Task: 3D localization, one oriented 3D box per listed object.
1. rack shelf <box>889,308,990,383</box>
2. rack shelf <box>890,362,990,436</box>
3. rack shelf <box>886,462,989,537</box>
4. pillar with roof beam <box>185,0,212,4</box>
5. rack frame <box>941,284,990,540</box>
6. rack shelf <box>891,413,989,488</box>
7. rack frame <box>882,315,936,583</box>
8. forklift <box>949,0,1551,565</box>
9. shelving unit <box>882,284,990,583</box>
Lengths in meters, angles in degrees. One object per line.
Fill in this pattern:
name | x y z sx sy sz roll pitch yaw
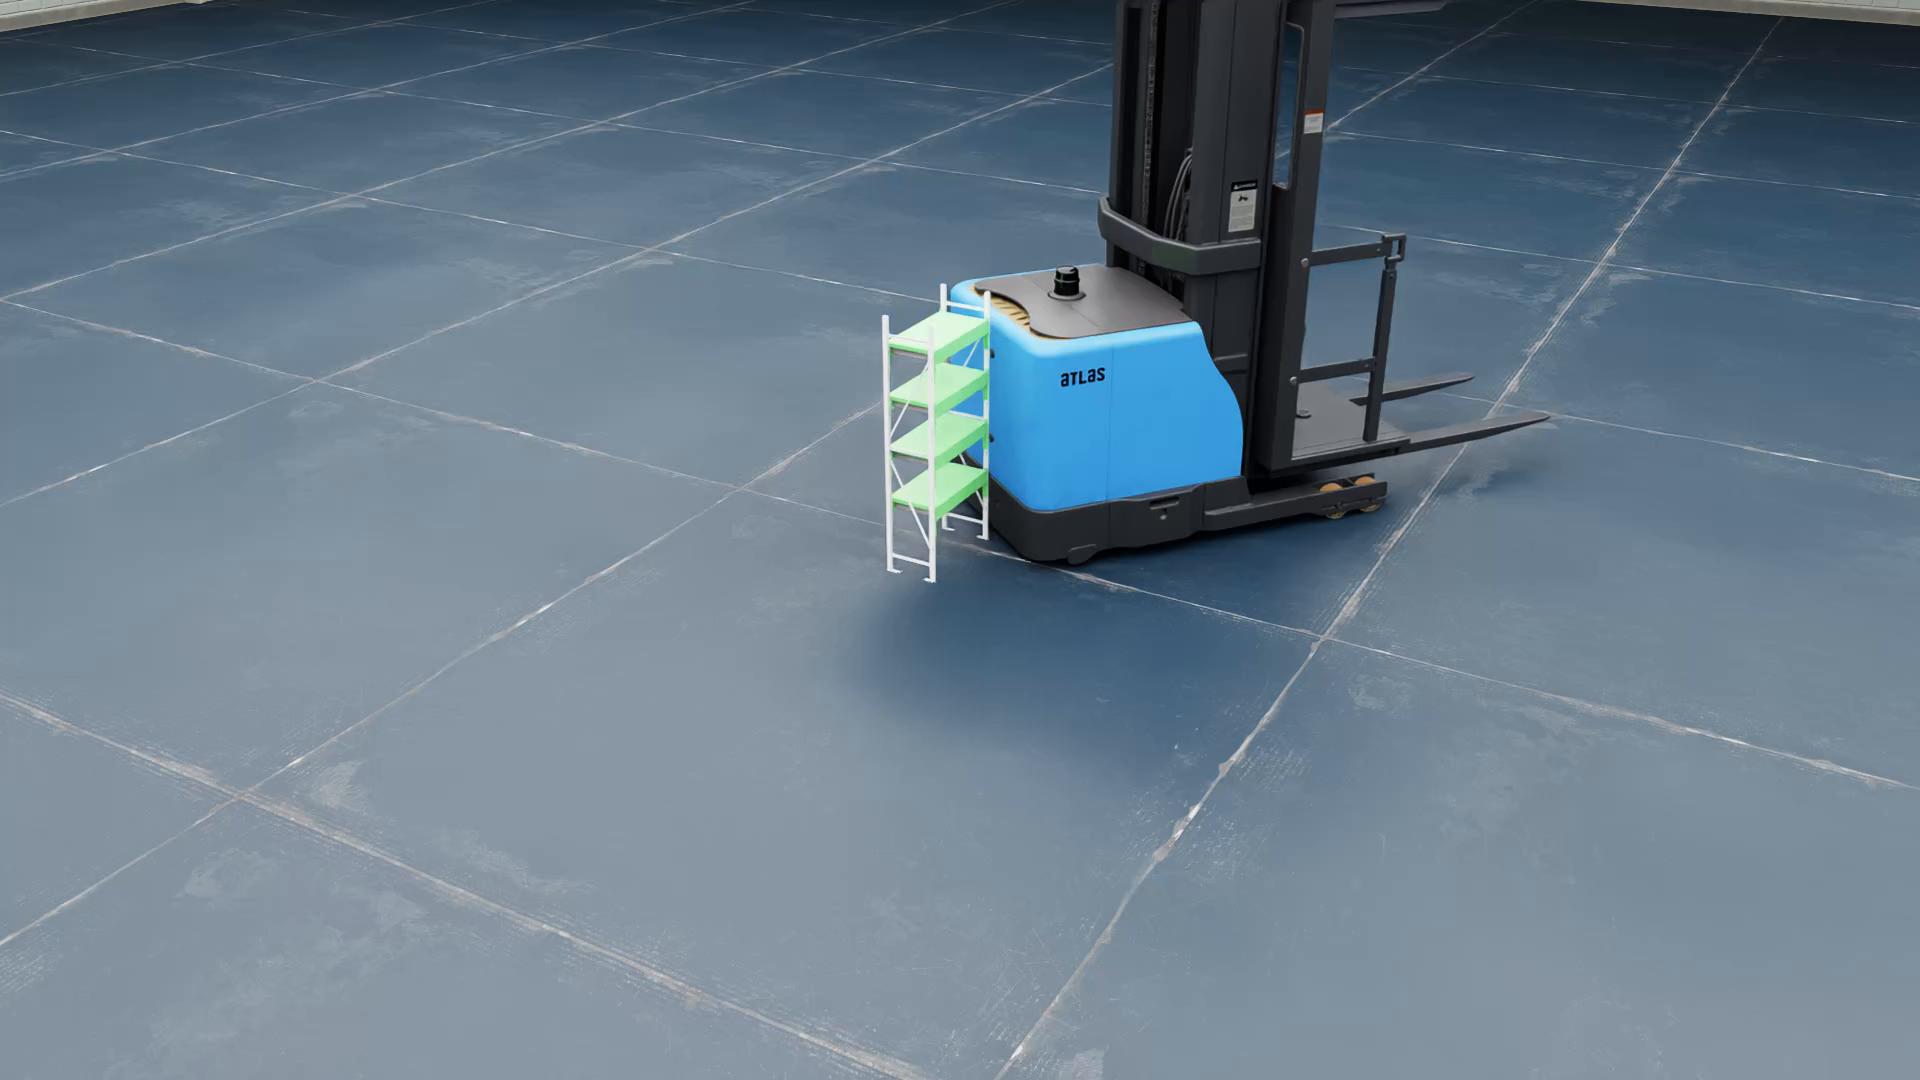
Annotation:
rack shelf | -0.097 -0.841 7.160 0.258 0.148 0.480 14 30 26
rack shelf | -0.097 -0.626 7.267 0.258 0.148 0.480 14 30 26
rack shelf | -0.097 -0.197 7.482 0.258 0.148 0.480 14 30 26
pillar with roof beam | -6.251 -10.211 18.095 9.100 9.000 0.400 14 30 26
rack frame | 0.023 -0.564 7.536 0.240 1.200 0.015 14 30 26
rack shelf | -0.097 -0.412 7.375 0.258 0.148 0.480 14 30 26
rack frame | -0.216 -0.374 7.156 0.240 1.200 0.015 14 30 26
forklift | 1.507 -1.618 7.708 3.031 2.935 1.130 -11 29 -20
shelving unit | -0.097 -0.469 7.346 0.258 1.200 0.503 14 30 26
